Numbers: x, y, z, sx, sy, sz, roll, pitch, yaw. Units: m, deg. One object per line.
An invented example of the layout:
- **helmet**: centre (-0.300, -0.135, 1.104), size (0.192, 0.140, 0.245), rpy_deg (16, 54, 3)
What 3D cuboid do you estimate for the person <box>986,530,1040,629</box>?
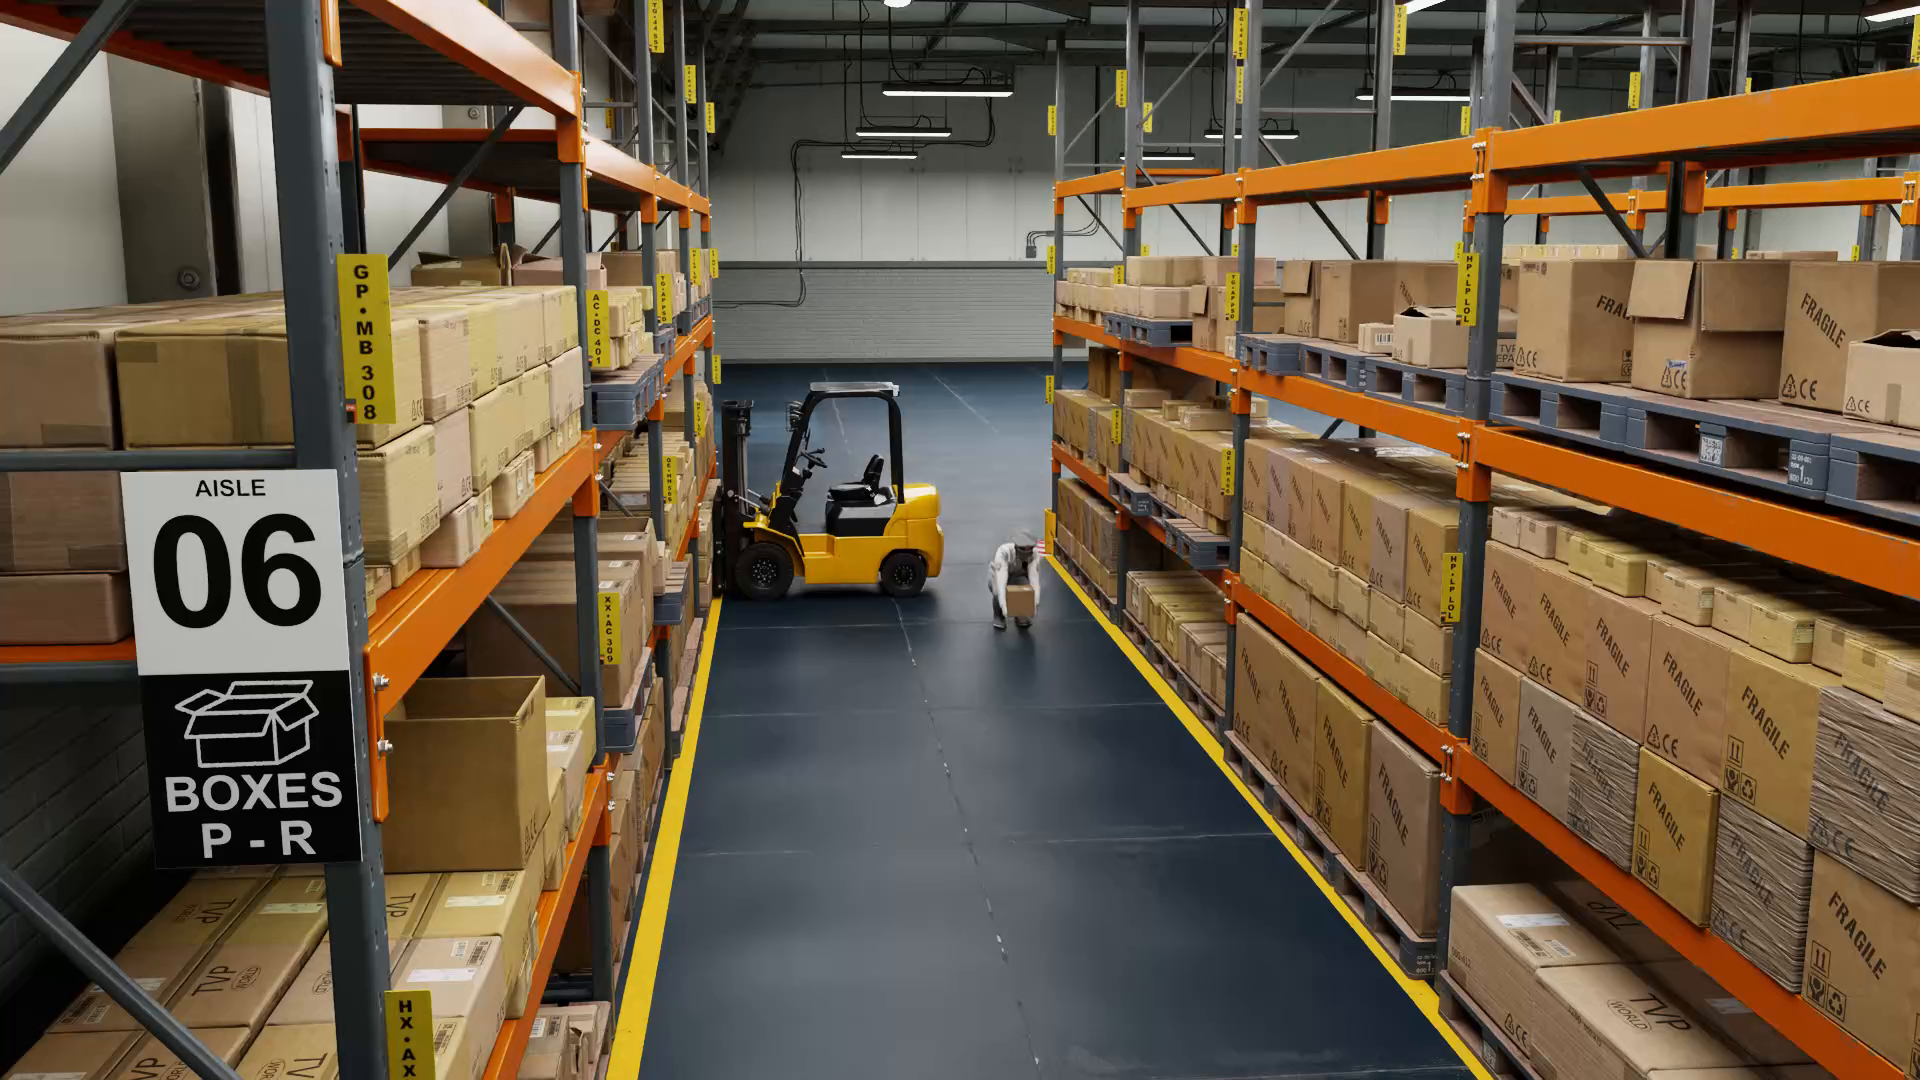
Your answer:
- **person**: centre (0.529, 0.362, 15.865), size (0.443, 0.981, 0.843), rpy_deg (-2, 10, -11)
